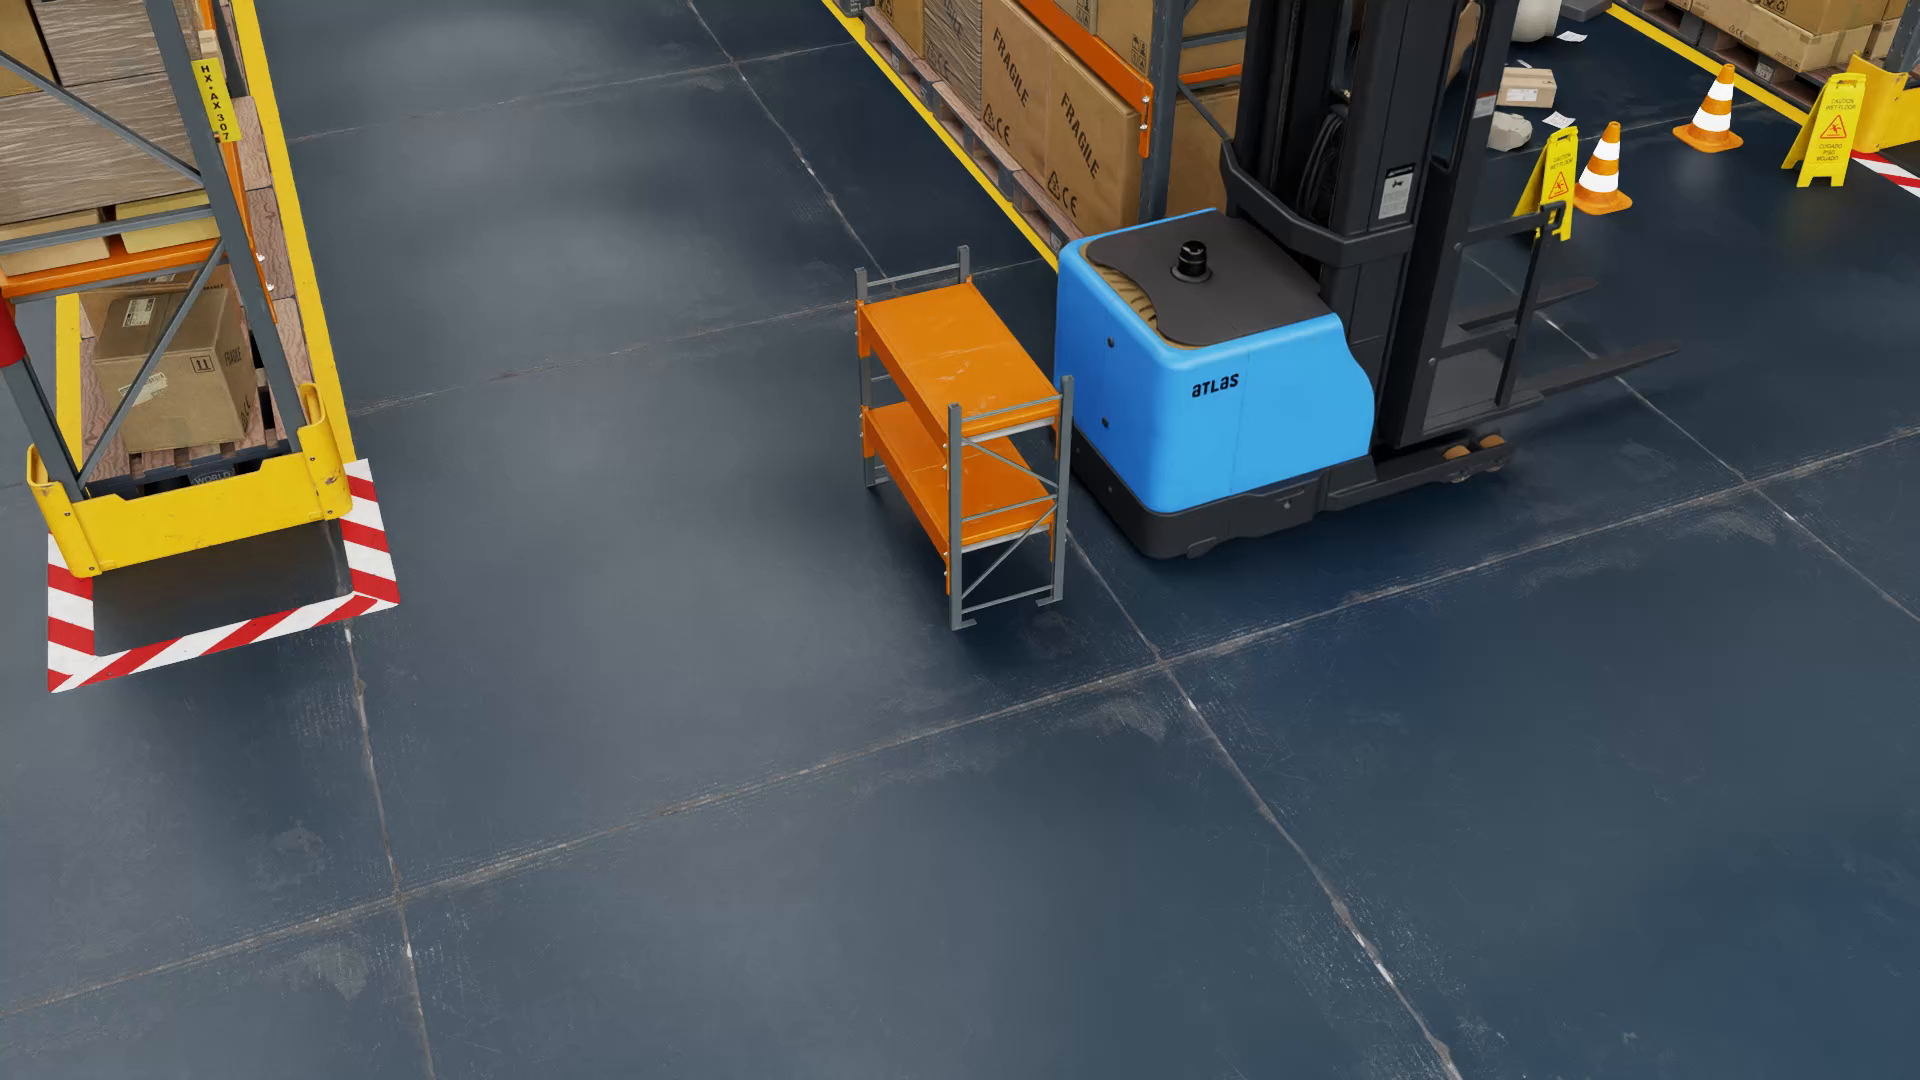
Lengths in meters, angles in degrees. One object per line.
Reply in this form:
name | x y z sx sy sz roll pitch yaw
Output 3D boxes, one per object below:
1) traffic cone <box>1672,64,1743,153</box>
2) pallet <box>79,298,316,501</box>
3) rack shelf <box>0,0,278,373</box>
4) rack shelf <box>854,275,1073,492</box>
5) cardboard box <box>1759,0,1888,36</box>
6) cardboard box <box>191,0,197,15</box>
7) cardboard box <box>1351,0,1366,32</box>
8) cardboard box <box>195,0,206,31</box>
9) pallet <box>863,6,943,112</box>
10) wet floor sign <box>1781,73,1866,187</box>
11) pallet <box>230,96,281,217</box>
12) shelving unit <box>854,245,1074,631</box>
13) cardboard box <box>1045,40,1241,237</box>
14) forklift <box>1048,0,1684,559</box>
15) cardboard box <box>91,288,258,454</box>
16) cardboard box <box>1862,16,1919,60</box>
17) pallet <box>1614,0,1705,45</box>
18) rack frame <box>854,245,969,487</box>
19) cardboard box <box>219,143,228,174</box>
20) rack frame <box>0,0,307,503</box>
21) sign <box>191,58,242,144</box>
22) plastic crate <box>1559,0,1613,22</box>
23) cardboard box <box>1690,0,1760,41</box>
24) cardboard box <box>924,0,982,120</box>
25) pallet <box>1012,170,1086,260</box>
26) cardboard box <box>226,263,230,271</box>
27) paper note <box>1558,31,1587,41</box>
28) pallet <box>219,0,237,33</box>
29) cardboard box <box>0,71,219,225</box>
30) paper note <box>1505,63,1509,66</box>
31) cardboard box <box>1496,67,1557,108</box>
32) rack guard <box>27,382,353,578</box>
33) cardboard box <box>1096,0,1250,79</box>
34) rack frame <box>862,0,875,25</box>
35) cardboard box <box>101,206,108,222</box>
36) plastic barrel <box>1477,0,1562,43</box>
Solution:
traffic cone | 4.533 -2.615 9.935 0.336 0.463 0.334 -15 43 -17
pallet | -3.574 -0.654 7.848 1.003 0.211 1.213 -15 43 -17
rack shelf | -4.032 -2.099 7.942 1.077 0.370 4.000 -15 43 -17
rack shelf | -0.003 -0.652 6.697 0.538 0.278 1.000 -15 43 -17
cardboard box | 5.342 -3.458 10.182 0.500 0.500 0.500 -15 43 -17
cardboard box | -3.410 -2.399 6.667 0.500 0.500 0.500 -15 43 -17
cardboard box | 2.513 -3.732 11.100 0.797 0.637 0.503 -15 43 -17
cardboard box | -3.883 -2.518 8.070 0.380 0.149 0.250 -15 43 -17
pallet | 0.043 -3.218 10.830 1.003 0.211 1.213 -15 43 -17
wet floor sign | 4.973 -2.365 9.505 0.267 0.644 0.232 -2 41 -2
pallet | -4.508 -2.123 9.557 1.003 0.211 1.213 -15 43 -17
shelving unit | -0.003 -0.431 6.888 0.538 1.125 1.048 -15 43 -17
cardboard box | 1.034 -2.089 8.686 0.875 0.875 0.875 -15 43 -17
forklift | 1.969 -1.670 6.944 3.031 2.935 1.130 -16 43 -18
cardboard box | -3.490 -0.759 7.427 0.500 0.500 0.500 -8 41 -9
cardboard box | 5.836 -3.311 10.586 0.500 0.250 0.500 -15 43 -17
pallet | 5.119 -3.860 11.576 1.003 0.211 1.213 -15 43 -17
rack frame | -0.197 -0.737 7.244 0.500 1.125 0.032 -15 43 -17
cardboard box | -3.315 -1.613 7.017 0.380 0.149 0.250 -15 43 -17
rack frame | -3.267 -1.167 6.306 1.000 3.000 0.127 -15 43 -17
sign | -2.766 -1.631 6.182 0.100 0.325 0.005 -15 43 -17
plastic crate | 4.202 -3.791 11.598 0.402 0.080 0.583 -31 49 -31
cardboard box | 5.140 -3.490 10.794 0.500 0.250 0.500 -15 43 -17
cardboard box | 0.348 -3.168 9.941 0.875 0.875 0.875 -15 43 -17
pallet | 0.976 -1.748 9.121 1.003 0.211 1.213 -15 43 -17
cardboard box | -3.973 -1.492 8.280 0.500 0.500 0.500 -11 42 -13
paper note | 4.110 -3.381 11.159 0.142 0.019 0.148 -31 49 -31
pallet | -5.567 -3.724 11.419 1.003 0.211 1.213 -15 43 -17
cardboard box | -3.452 -1.656 6.570 0.875 0.500 0.500 -15 43 -17
paper note | 3.502 -3.131 10.876 0.148 0.019 0.142 -2 41 -2
cardboard box | 3.522 -2.843 10.443 0.380 0.149 0.250 5 41 6
rack guard | -3.296 -0.265 7.175 1.175 0.500 0.348 -15 43 -17
cardboard box | 1.171 -2.612 7.872 0.875 0.550 0.550 -15 43 -17
rack frame | -0.176 -4.753 10.477 1.000 3.000 0.127 -15 43 -17
cardboard box | -3.662 -1.343 6.703 0.380 0.149 0.250 -15 43 -17
plastic barrel | 3.700 -3.529 11.029 0.512 0.421 0.421 12 42 13
